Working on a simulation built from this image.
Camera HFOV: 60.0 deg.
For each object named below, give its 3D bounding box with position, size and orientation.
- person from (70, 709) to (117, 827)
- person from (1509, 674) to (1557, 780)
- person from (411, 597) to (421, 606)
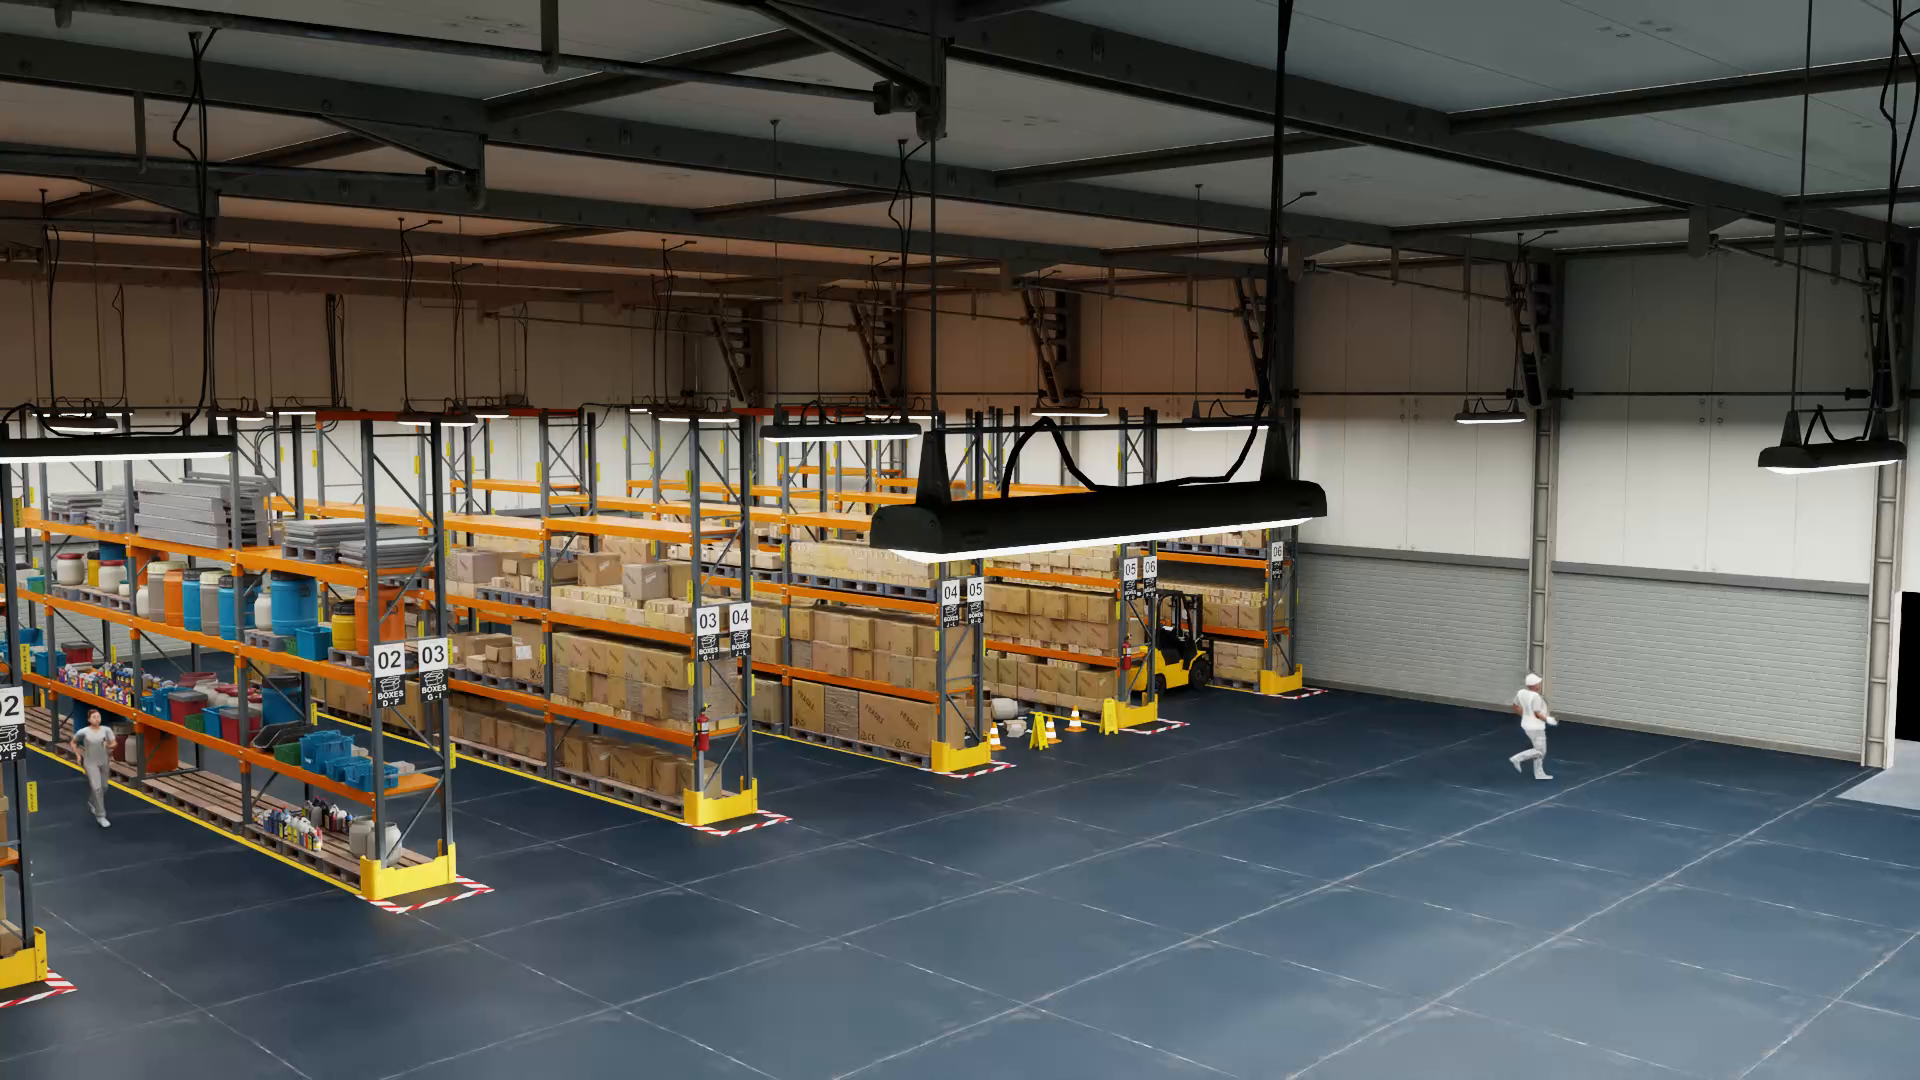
[{"bbox_3d":[-12.689,3.307,24.433,0.960,1.665,0.560,5,7,42],"label":"person"},{"bbox_3d":[9.316,3.057,27.125,0.808,1.752,0.678,-1,5,-9],"label":"person"},{"bbox_3d":[-12.354,2.111,37.614,0.717,1.814,0.947,-2,6,-24],"label":"person"}]
